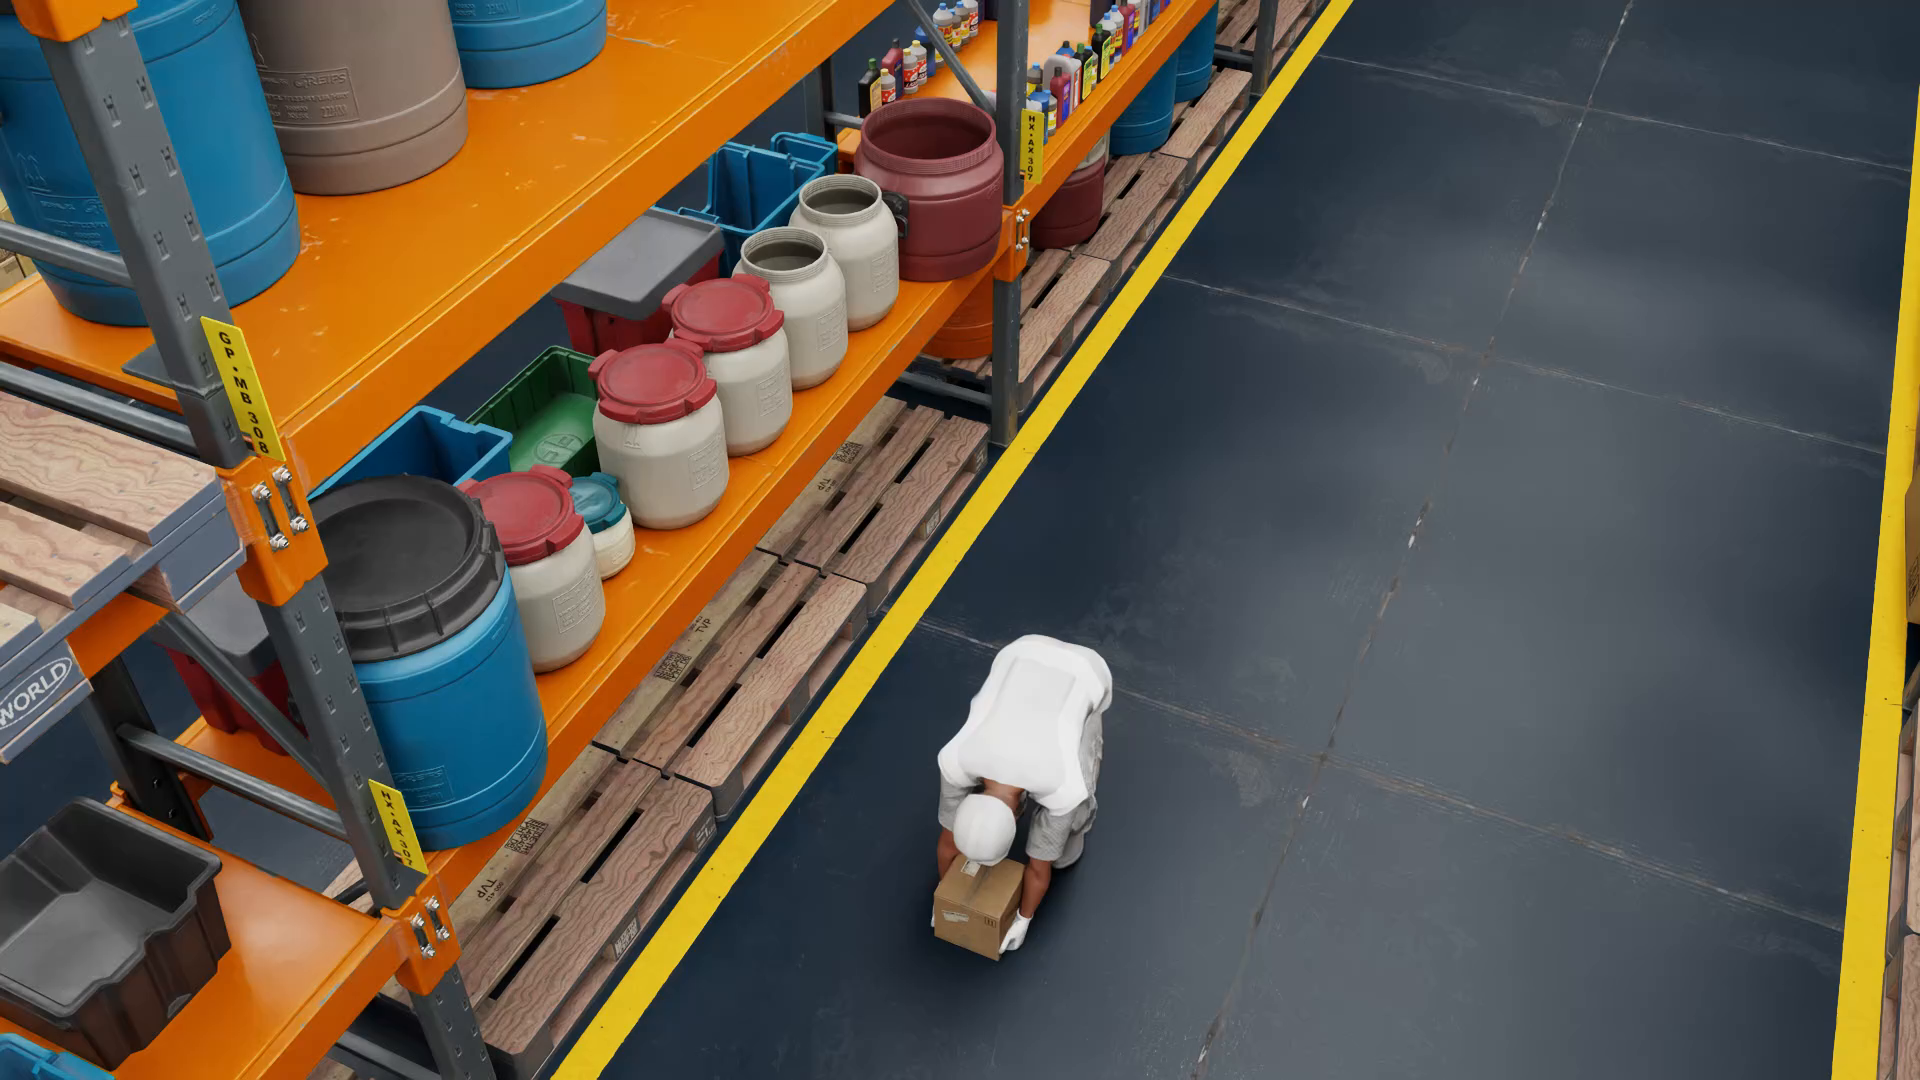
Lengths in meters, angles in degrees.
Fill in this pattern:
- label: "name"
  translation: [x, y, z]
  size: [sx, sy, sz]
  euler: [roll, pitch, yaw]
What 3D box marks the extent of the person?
- label: "person"
  translation: [0.227, 0.886, 5.877]
  size: [0.532, 0.857, 0.983]
  euler: [16, 44, 17]
